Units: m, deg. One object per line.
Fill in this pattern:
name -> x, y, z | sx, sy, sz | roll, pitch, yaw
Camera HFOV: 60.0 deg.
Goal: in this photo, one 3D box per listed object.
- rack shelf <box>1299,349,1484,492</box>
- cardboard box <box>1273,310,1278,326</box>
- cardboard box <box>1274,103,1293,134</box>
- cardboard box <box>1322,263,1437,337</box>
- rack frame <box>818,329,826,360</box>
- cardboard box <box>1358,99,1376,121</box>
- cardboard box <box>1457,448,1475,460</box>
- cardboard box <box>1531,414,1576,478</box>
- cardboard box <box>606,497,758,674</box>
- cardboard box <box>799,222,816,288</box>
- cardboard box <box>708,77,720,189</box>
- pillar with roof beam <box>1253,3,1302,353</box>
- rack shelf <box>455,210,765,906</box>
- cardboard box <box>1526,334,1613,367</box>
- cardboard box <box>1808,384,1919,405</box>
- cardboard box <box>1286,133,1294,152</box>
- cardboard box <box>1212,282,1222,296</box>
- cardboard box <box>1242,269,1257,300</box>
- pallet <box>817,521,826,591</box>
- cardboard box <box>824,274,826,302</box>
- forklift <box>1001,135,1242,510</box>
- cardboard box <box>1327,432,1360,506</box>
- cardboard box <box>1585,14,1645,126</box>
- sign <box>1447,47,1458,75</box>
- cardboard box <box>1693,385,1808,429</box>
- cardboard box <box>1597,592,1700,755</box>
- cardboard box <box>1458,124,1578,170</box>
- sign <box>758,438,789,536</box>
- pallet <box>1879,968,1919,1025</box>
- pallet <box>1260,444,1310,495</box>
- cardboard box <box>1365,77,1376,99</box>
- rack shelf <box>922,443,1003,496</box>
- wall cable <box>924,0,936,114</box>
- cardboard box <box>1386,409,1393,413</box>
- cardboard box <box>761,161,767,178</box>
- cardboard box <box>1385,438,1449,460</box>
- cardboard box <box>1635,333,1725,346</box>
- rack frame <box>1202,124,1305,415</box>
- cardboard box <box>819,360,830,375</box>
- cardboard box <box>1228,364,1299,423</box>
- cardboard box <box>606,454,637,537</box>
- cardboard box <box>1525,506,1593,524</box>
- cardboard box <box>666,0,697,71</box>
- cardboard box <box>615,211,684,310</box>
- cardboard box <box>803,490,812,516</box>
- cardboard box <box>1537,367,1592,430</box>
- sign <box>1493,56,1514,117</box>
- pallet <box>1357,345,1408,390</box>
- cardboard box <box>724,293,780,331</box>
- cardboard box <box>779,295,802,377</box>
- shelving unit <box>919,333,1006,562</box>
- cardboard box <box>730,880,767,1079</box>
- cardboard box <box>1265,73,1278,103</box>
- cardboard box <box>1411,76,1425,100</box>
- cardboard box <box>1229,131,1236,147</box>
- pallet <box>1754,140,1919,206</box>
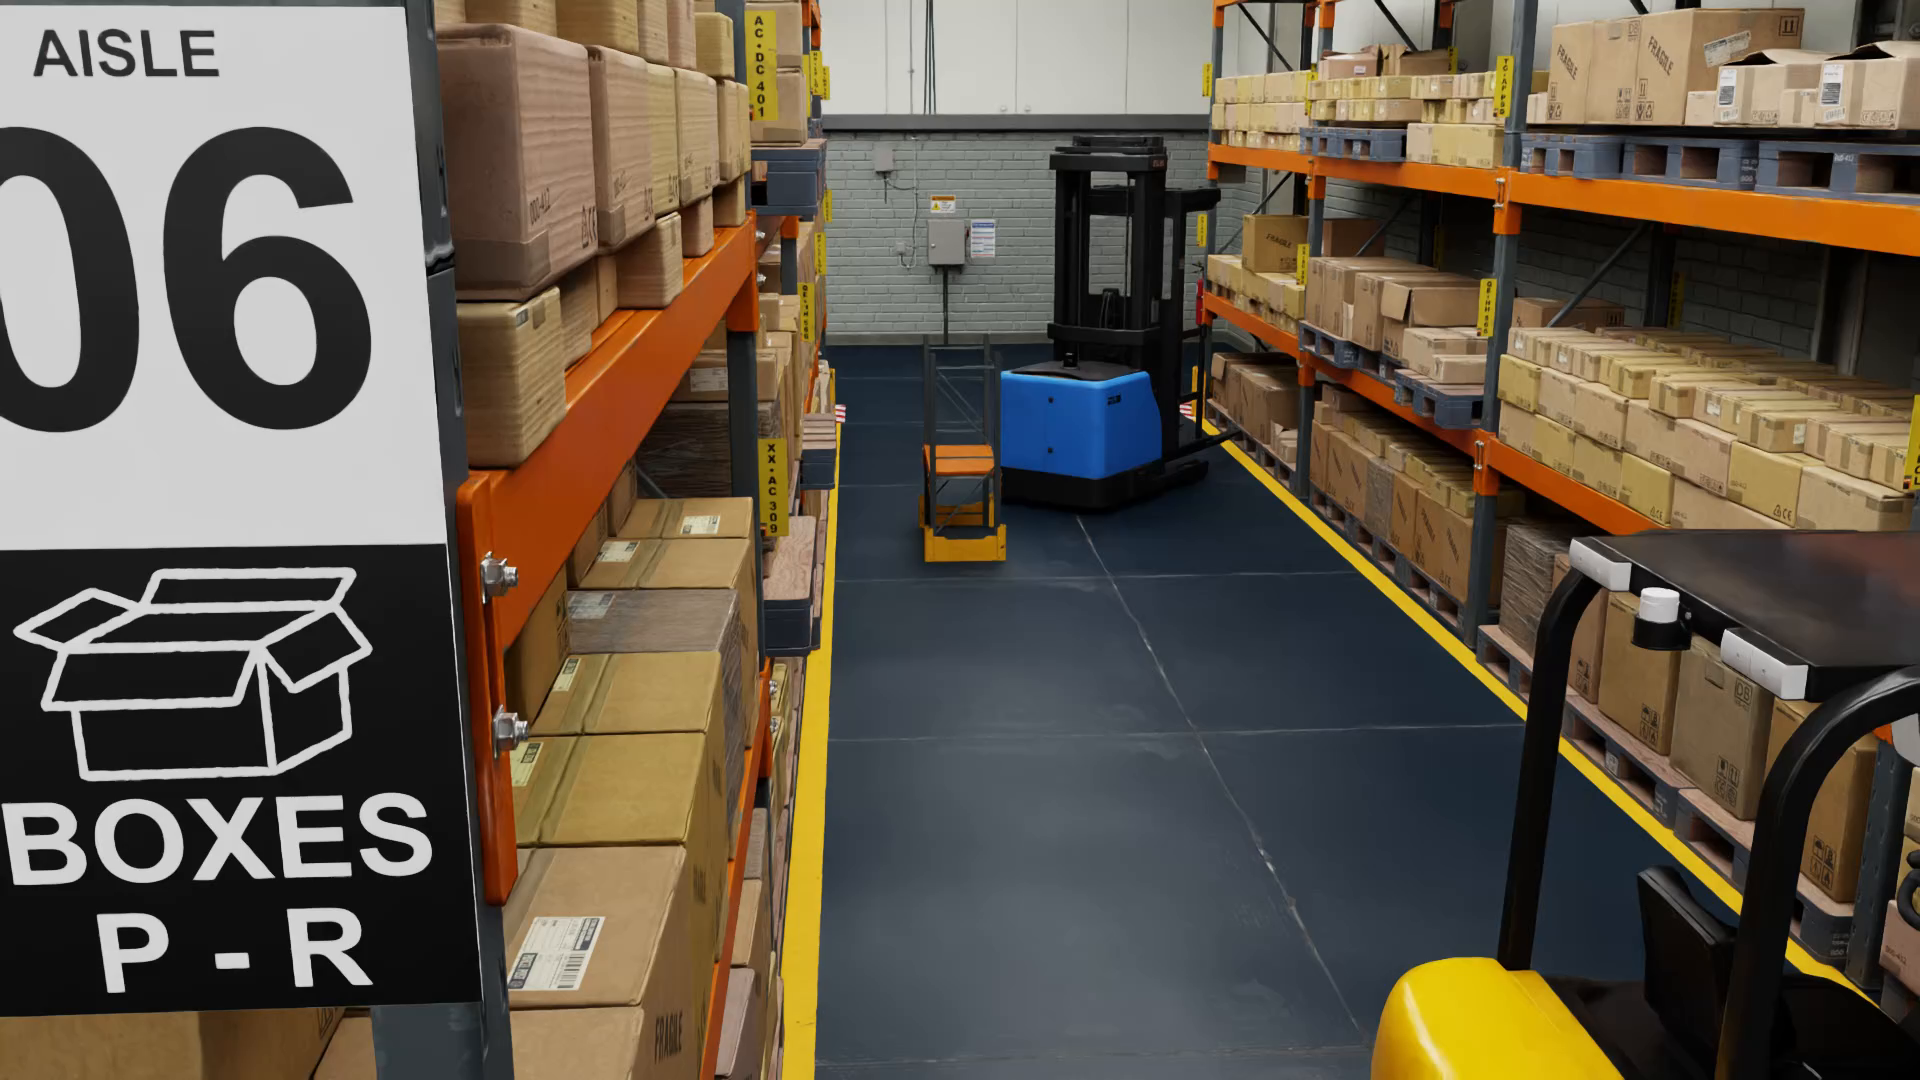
rack shelf -> 3.429, -0.963, 11.693 | 1.077, 0.370, 4.000 | -1, 14, -3
cardboard box -> 2.966, -1.957, 14.616 | 0.380, 0.149, 0.250 | -1, 14, -2
cardboard box -> 2.982, -3.578, 14.098 | 0.500, 0.250, 0.500 | -1, 14, -5
cardboard box -> 3.144, -1.808, 12.490 | 0.700, 0.500, 0.500 | -1, 14, -3
rack frame -> -1.897, -2.726, 17.102 | 1.000, 3.000, 0.127 | -1, 14, -3
cardboard box -> 2.999, -2.994, 11.584 | 0.380, 0.149, 0.250 | -1, 14, -2
cardboard box -> 3.698, -0.576, 11.618 | 0.380, 0.149, 0.250 | -1, 14, -3
cardboard box -> 3.362, -0.502, 8.759 | 0.500, 0.250, 0.500 | -1, 14, -5
cardboard box -> -0.878, 0.173, 5.038 | 0.500, 0.500, 0.500 | -1, 14, -5
cardboard box -> -1.371, -2.157, 12.682 | 0.500, 0.500, 0.500 | 0, 14, -2
cardboard box -> -0.808, -0.907, 3.718 | 0.500, 0.250, 0.500 | -1, 14, -4
pillar with roof beam -> -0.507, -6.327, 19.058 | 9.100, 9.000, 0.400 | -1, 14, -3
rack shelf -> -1.030, -0.349, 3.285 | 1.077, 0.370, 4.000 | -1, 14, -3
cardboard box -> 3.296, -1.026, 8.993 | 0.380, 0.149, 0.250 | -1, 14, -2
cardboard box -> 3.966, -0.590, 7.299 | 0.380, 0.149, 0.250 | -1, 14, -4
cardboard box -> 2.968, -3.353, 14.021 | 0.380, 0.149, 0.250 | 0, 14, -2
cardboard box -> 2.803, -2.596, 17.100 | 0.380, 0.149, 0.250 | -1, 14, -4
cardboard box -> 2.935, -2.380, 15.460 | 0.500, 0.250, 0.500 | -1, 14, -5
pallet -> -1.448, 0.114, 11.659 | 1.003, 0.211, 1.213 | -1, 14, -3
cardboard box -> -1.603, -2.659, 16.639 | 0.500, 0.500, 0.500 | -1, 14, -3
forklift -> 1.528, -1.974, 14.318 | 1.130, 2.935, 3.031 | 10, 17, 33
cardboard box -> 3.153, -0.546, 12.801 | 0.500, 0.500, 0.500 | -1, 14, -4
cardboard box -> 3.485, -2.259, 8.023 | 0.700, 0.500, 0.500 | -1, 14, -5
sign -> 3.858, -3.712, 13.086 | 0.100, 0.325, 0.005 | -1, 14, -3
cardboard box -> 3.449, -0.581, 7.261 | 0.380, 0.149, 0.250 | -1, 14, -3
cardboard box -> 3.668, 0.618, 8.028 | 0.875, 0.625, 0.625 | -1, 15, -6
cardboard box -> 3.278, -2.318, 9.797 | 0.500, 0.250, 0.500 | -1, 14, -5
sign -> -0.612, -0.171, 5.435 | 0.100, 0.325, 0.005 | -1, 14, -3
pallet -> 3.808, 1.730, 5.380 | 1.003, 0.211, 1.213 | -1, 14, -3
pallet -> 3.263, -0.629, 14.548 | 1.003, 0.211, 1.213 | -1, 14, -3
cardboard box -> 3.034, -3.135, 11.536 | 0.380, 0.149, 0.250 | -1, 14, -3
rack shelf -> 0.005, -0.531, 12.302 | 0.538, 0.185, 1.000 | -1, 14, -3
wall cable -> 1.003, -7.105, 22.004 | 2.988, 3.039, 0.133 | -1, 14, -3
cardboard box -> 3.615, -1.029, 13.377 | 0.380, 0.149, 0.250 | -1, 15, -6
cardboard box -> -1.149, -1.931, 8.495 | 0.380, 0.149, 0.250 | -1, 14, -3
cardboard box -> 3.251, -0.632, 11.835 | 0.380, 0.149, 0.250 | -1, 14, -3
cardboard box -> 3.902, -1.035, 9.029 | 0.380, 0.149, 0.250 | -1, 14, -2
rack frame -> 3.057, -2.804, 17.403 | 1.000, 3.000, 0.127 | -1, 14, -3
cardboard box -> -1.756, -1.526, 16.737 | 0.875, 0.438, 0.875 | -1, 14, -5
cardboard box -> 3.014, -1.430, 16.237 | 0.700, 0.500, 0.500 | 0, 14, -1
cardboard box -> -1.343, -0.306, 4.890 | 0.700, 0.500, 0.500 | -1, 14, -4
cardboard box -> 3.806, 0.084, 10.354 | 0.500, 0.500, 0.500 | 0, 14, -1
cardboard box -> -0.725, -0.999, 3.275 | 0.380, 0.149, 0.250 | -1, 14, -3
cardboard box -> -0.686, -0.487, 2.883 | 0.380, 0.149, 0.250 | -1, 14, -3
cardboard box -> -1.361, -0.084, 10.254 | 0.875, 0.875, 0.875 | -1, 14, -4
cardboard box -> 3.366, -0.745, 8.699 | 0.500, 0.250, 0.500 | 0, 14, -2
sign -> 3.011, -2.509, 9.202 | 0.100, 0.325, 0.005 | -1, 14, -3
pallet -> 3.427, -1.205, 11.574 | 1.003, 0.211, 1.213 | -1, 14, -3
cardboard box -> -1.018, -1.044, 7.622 | 0.380, 0.149, 0.250 | -2, 15, -6
cardboard box -> -1.096, -1.024, 8.844 | 0.500, 0.500, 0.500 | -1, 14, -5
shelving unit -> 0.005, -0.707, 12.266 | 0.587, 1.500, 1.083 | -1, 14, -3
cardboard box -> -0.816, 1.293, 4.652 | 0.500, 0.500, 0.500 | -1, 14, -2
cardboard box -> 2.970, -3.949, 14.536 | 0.500, 0.250, 0.500 | -1, 14, -2
cardboard box -> 3.155, -2.935, 10.797 | 0.380, 0.149, 0.250 | -1, 14, -3
cardboard box -> 2.799, -3.859, 15.991 | 0.380, 0.149, 0.250 | -1, 14, -2
pallet -> 3.733, -1.398, 6.306 | 0.805, 0.209, 1.217 | -1, 15, -6
